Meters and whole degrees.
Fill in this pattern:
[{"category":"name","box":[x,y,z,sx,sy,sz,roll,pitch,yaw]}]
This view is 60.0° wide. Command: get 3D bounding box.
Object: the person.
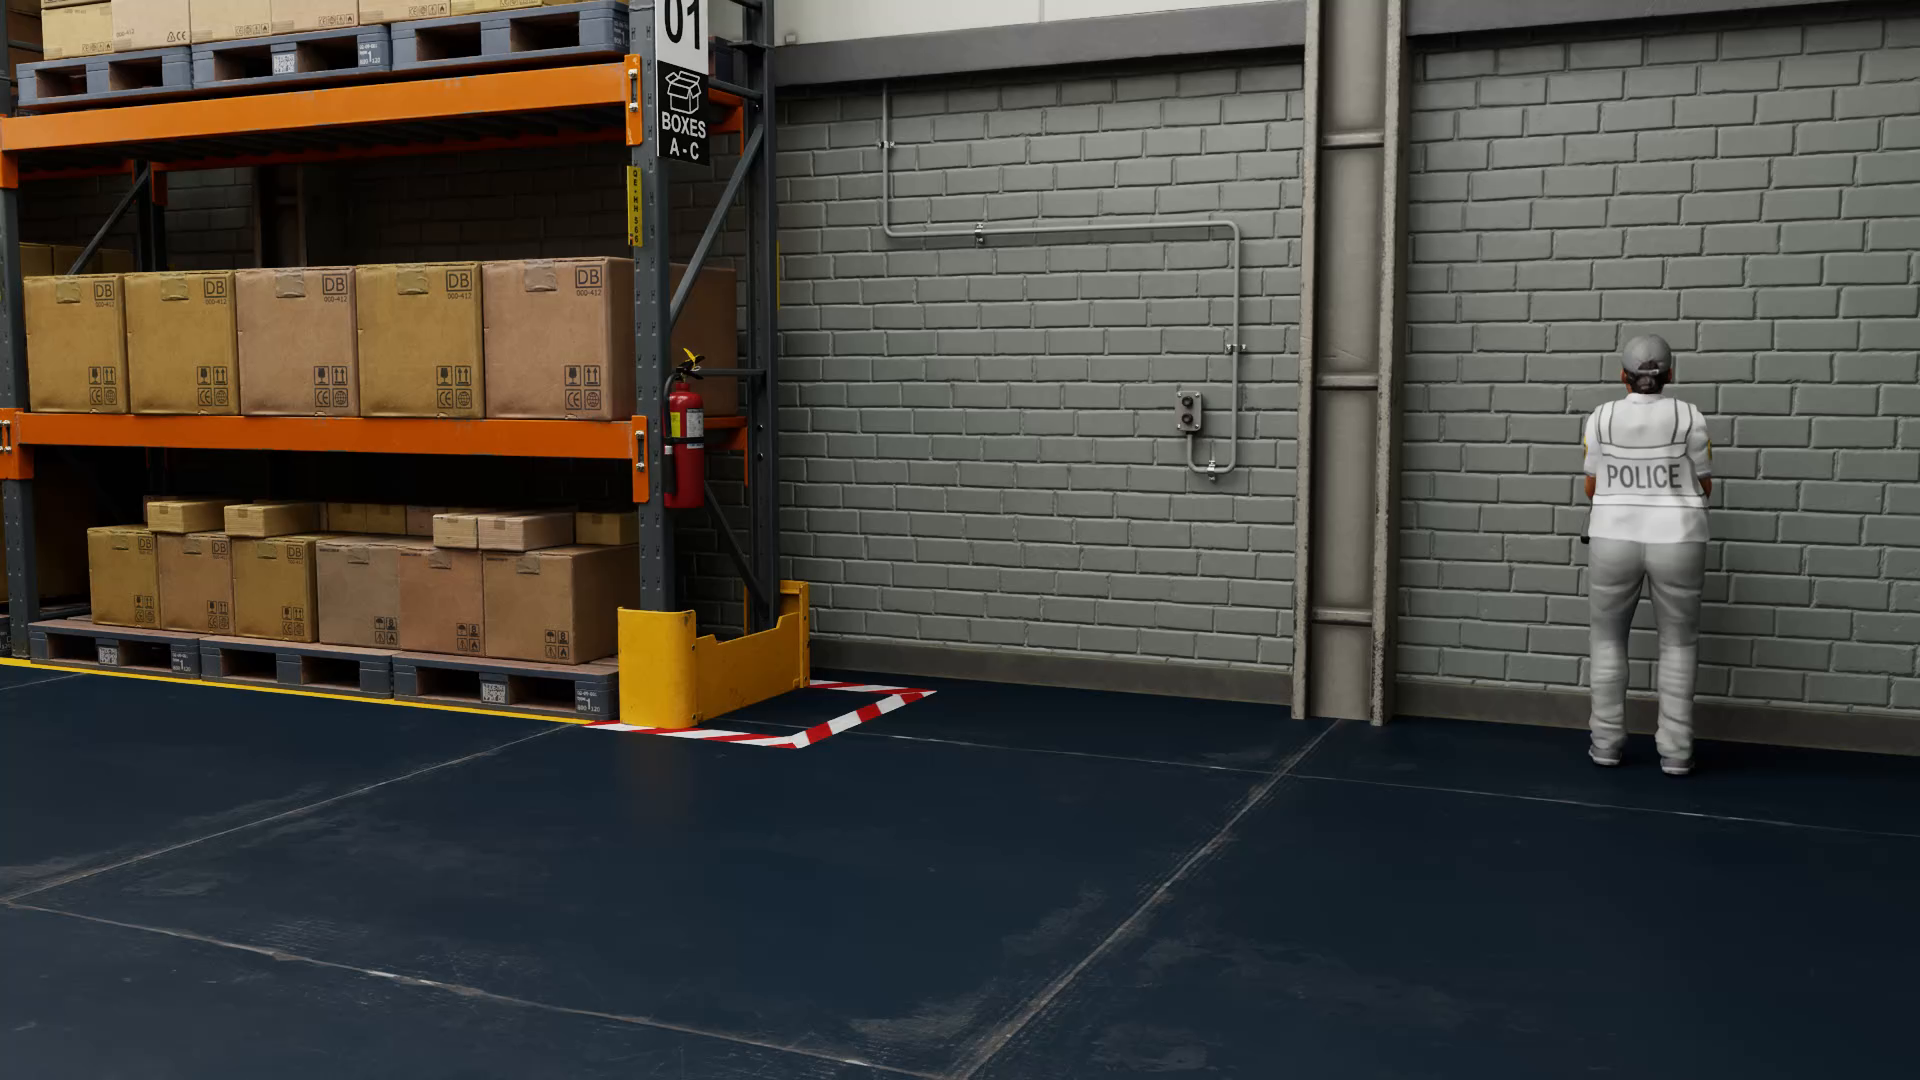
[{"category":"person","box":[2.616,0.045,6.359,0.453,1.653,0.535,3,6,24]}]
